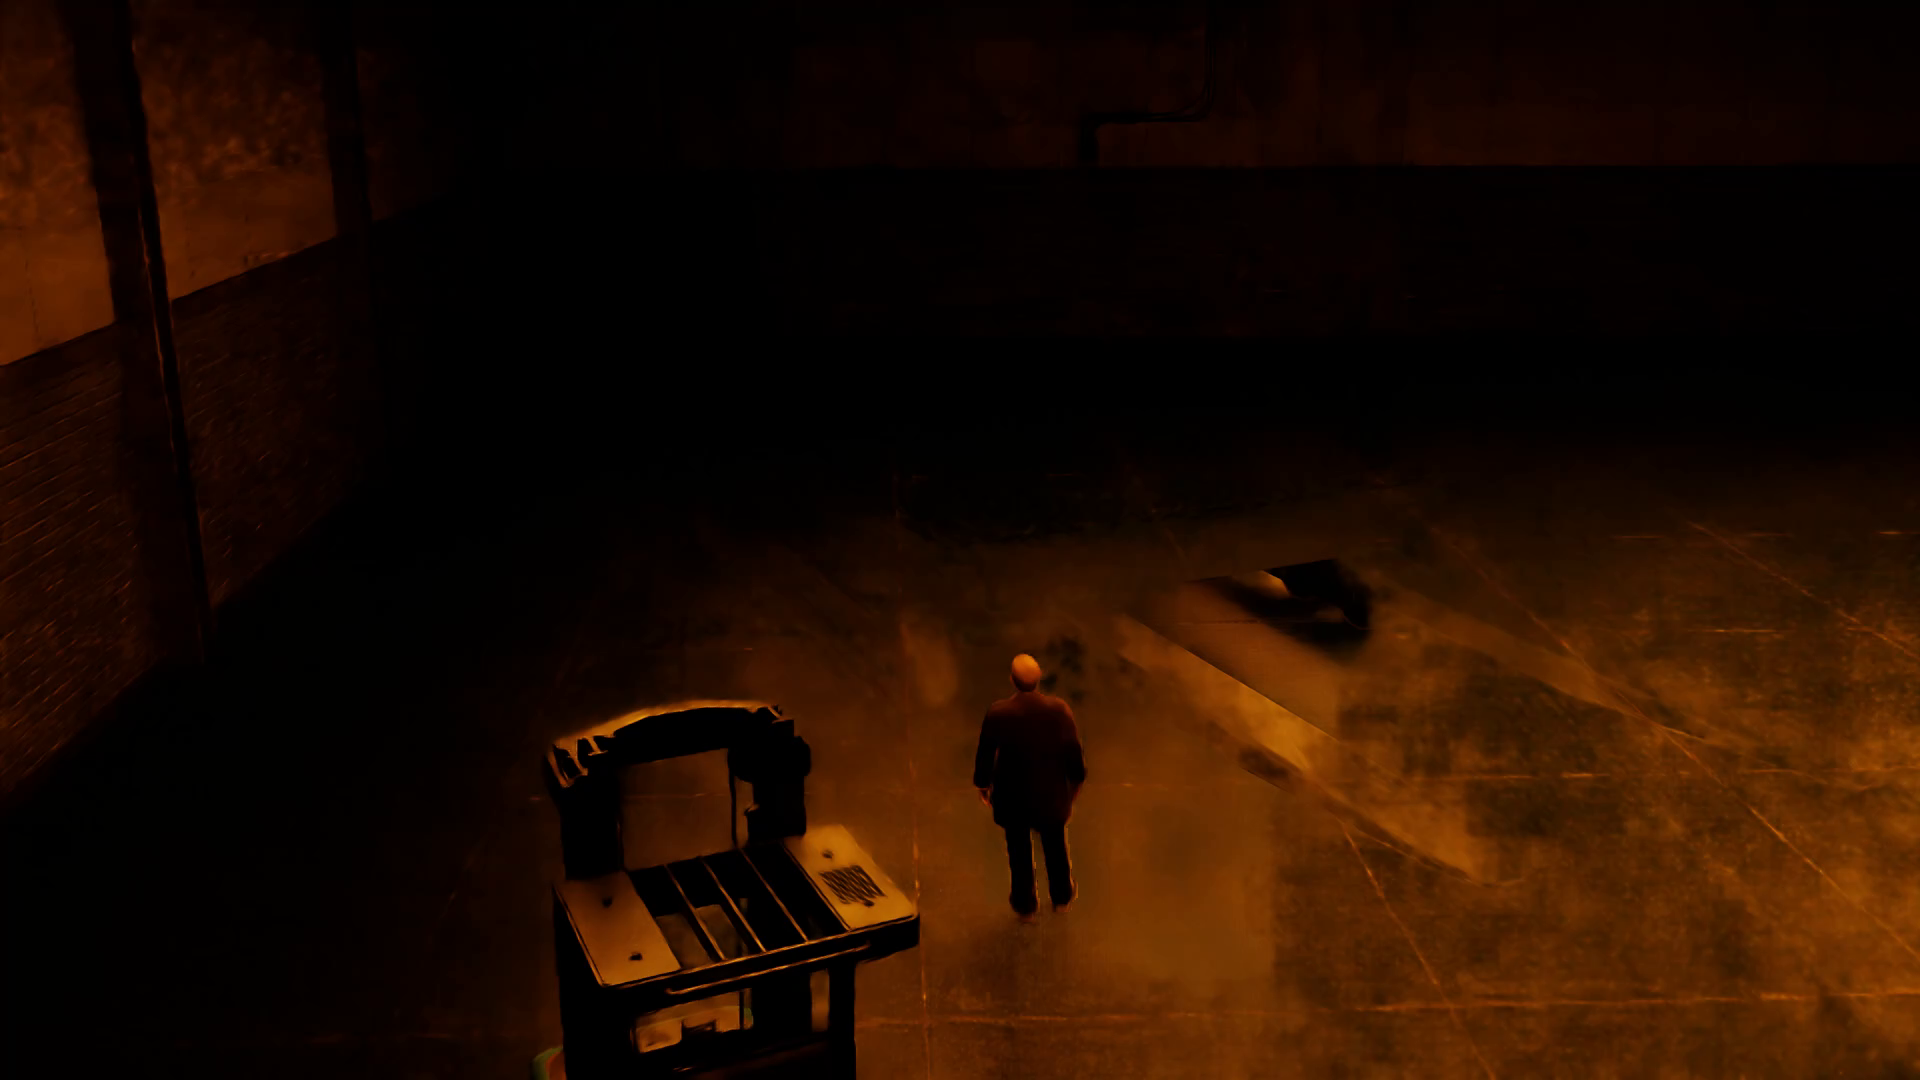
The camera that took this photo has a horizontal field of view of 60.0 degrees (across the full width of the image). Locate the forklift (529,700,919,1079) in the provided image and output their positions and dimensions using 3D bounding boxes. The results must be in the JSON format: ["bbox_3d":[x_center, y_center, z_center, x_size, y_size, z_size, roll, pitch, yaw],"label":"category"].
[{"bbox_3d":[0.258,-1.240,2.962,1.130,2.935,3.031,-8,19,-24],"label":"forklift"}]

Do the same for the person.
[{"bbox_3d":[1.495,-1.942,7.202,0.698,1.778,0.579,0,17,0],"label":"person"}]
